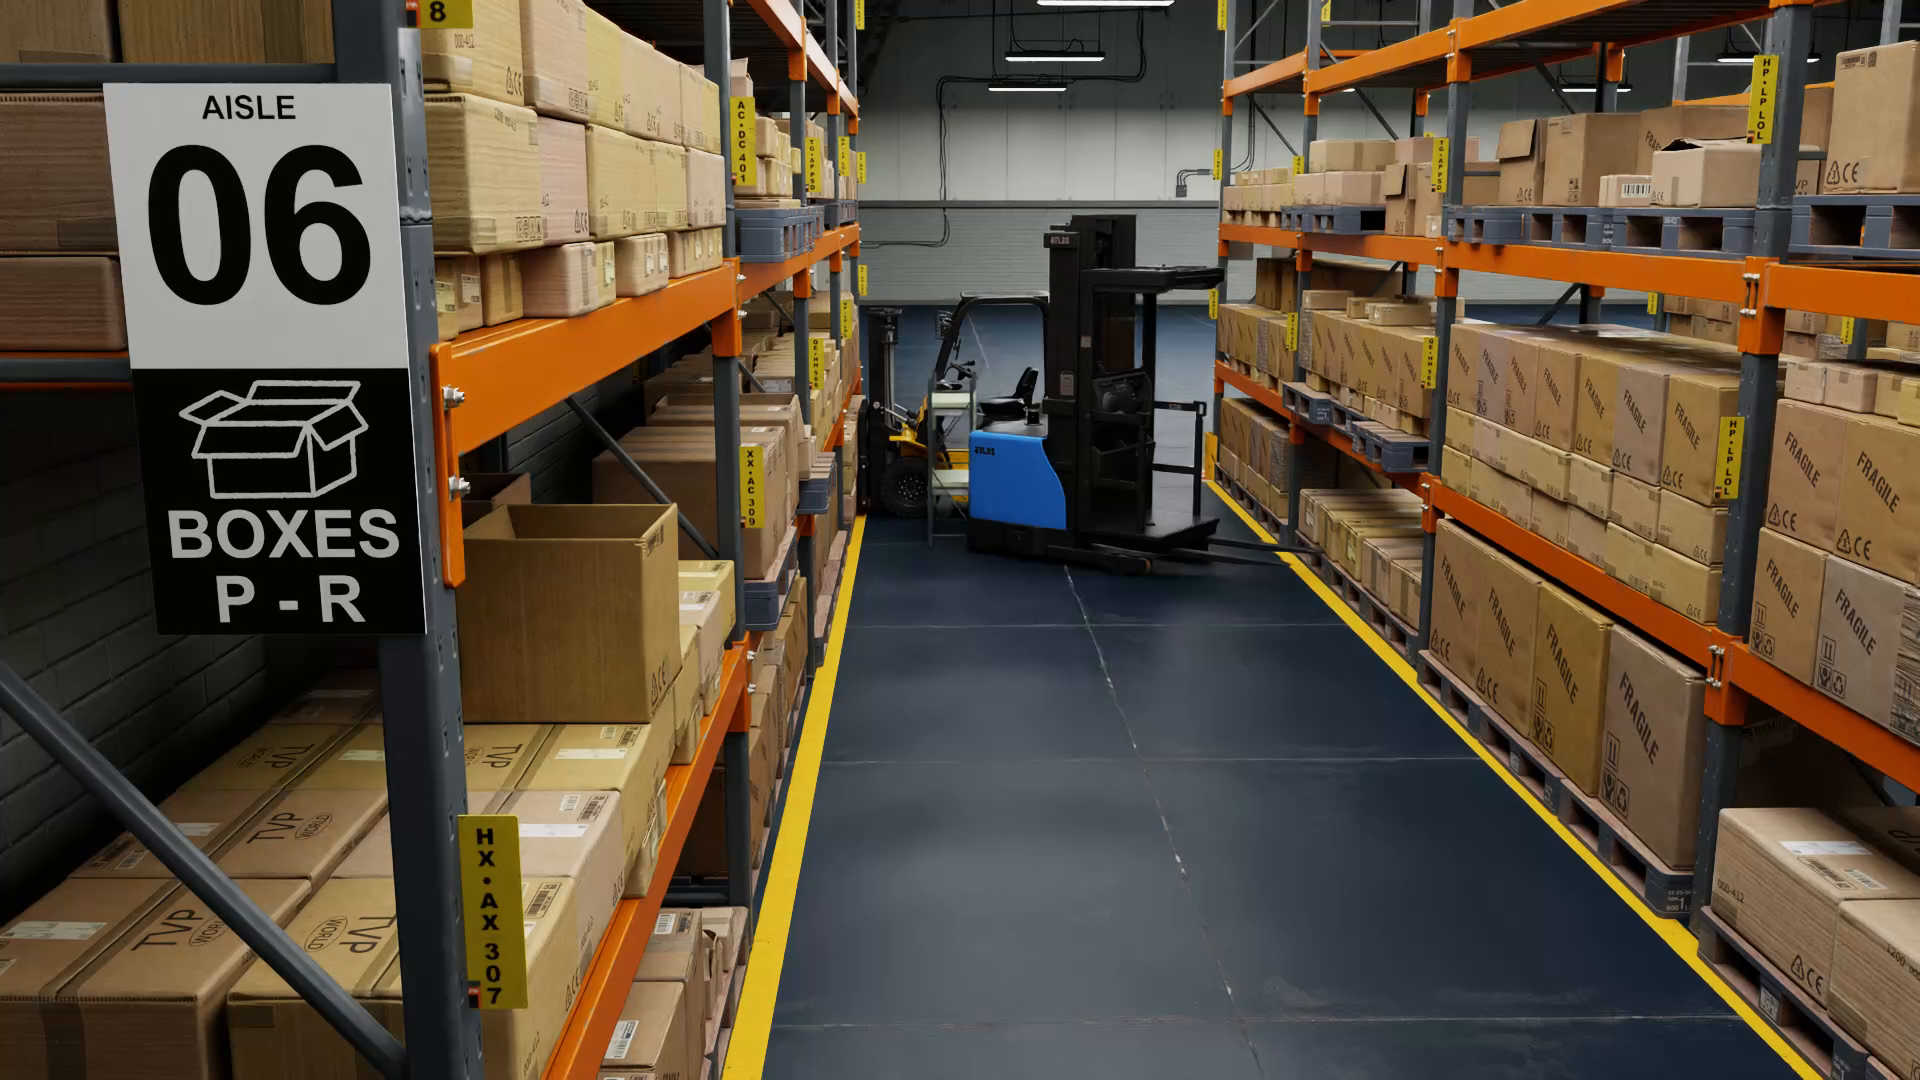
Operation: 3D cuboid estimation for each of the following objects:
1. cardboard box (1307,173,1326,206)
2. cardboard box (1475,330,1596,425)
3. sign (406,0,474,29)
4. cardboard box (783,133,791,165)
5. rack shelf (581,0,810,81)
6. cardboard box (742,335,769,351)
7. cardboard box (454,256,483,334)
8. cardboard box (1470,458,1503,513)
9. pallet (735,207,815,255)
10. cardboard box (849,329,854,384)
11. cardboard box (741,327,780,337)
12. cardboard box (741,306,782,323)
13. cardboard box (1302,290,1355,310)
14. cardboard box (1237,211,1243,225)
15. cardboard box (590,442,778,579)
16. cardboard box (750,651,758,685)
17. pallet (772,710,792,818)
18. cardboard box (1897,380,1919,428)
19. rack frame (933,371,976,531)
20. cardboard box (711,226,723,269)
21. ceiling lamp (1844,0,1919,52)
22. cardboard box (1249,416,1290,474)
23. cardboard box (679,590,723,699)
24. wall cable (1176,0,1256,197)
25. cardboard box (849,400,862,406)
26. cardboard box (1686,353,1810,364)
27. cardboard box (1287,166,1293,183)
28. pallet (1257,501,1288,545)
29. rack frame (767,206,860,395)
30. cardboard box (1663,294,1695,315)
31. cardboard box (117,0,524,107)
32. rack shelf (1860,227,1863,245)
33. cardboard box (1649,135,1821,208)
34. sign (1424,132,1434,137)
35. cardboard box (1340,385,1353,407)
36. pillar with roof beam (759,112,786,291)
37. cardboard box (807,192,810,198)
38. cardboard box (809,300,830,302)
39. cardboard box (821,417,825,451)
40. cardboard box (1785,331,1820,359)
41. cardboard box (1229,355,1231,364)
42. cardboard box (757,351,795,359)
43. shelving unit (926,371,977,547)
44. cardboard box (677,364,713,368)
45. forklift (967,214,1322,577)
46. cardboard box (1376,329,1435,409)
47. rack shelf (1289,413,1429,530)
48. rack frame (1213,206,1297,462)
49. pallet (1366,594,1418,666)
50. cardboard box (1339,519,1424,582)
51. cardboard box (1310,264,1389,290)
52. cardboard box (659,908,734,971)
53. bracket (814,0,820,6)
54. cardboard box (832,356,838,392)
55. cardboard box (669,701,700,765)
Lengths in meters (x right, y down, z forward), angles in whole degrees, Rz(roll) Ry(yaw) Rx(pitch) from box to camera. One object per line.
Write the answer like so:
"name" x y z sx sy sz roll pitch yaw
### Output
"cardboard box" 3.055 -2.775 13.160 0.500 0.250 0.500 0 11 -2
"cardboard box" 3.300 -0.937 9.560 0.500 0.500 0.500 0 11 -1
"sign" -0.740 -0.885 2.326 0.100 0.325 0.005 0 11 -1
"cardboard box" -1.023 -1.894 8.074 0.380 0.149 0.250 0 11 -1
"rack shelf" -1.406 -2.569 8.094 1.077 0.370 4.000 0 11 -1
"cardboard box" -1.785 -1.613 13.771 0.380 0.149 0.250 -1 11 -3
"cardboard box" -1.088 -0.448 3.000 0.380 0.149 0.250 0 11 0
"cardboard box" 3.302 -0.322 9.671 0.500 0.250 0.500 -1 11 -3
"pallet" -1.333 -1.494 7.996 1.213 0.211 1.003 0 11 -1
"cardboard box" -1.307 -1.812 16.388 0.500 0.500 0.500 0 11 -1
"cardboard box" -1.794 -1.800 14.694 0.380 0.149 0.250 0 11 -1
"cardboard box" -1.822 -2.047 15.167 0.380 0.149 0.250 0 11 -2
"cardboard box" 3.088 -2.015 13.948 0.380 0.149 0.250 0 11 -1
"cardboard box" 3.098 -3.361 17.361 0.380 0.149 0.250 0 11 0
"cardboard box" -1.151 -0.132 7.046 0.700 0.500 0.500 0 11 0
"cardboard box" -1.193 0.639 8.154 0.380 0.149 0.250 0 11 -1
"pallet" -1.448 1.182 8.891 1.003 0.211 1.213 0 11 -1
"cardboard box" 3.357 -0.443 5.490 0.380 0.149 0.250 0 11 -2
"rack frame" -0.053 -0.824 15.540 0.400 1.500 0.023 0 11 2
"cardboard box" -1.062 -1.056 6.000 0.380 0.149 0.250 0 11 -2
"ceiling lamp" 23.494 -13.128 42.646 2.000 3.185 0.800 0 11 -1
"cardboard box" 3.128 -0.936 16.292 0.500 0.500 0.500 0 11 2
"cardboard box" -1.085 0.348 5.620 0.500 0.250 0.500 0 11 -1
"wall cable" 7.633 -13.220 49.227 2.305 6.003 0.169 0 11 -1
"cardboard box" -1.275 -1.322 17.564 0.500 0.250 0.500 0 11 0
"cardboard box" 3.830 -0.629 8.041 0.500 0.500 0.500 -1 11 -3
"cardboard box" 3.125 -3.242 14.769 0.380 0.149 0.250 -1 11 -3
"pallet" 3.383 -0.158 15.497 1.003 0.211 1.213 0 11 -1
"rack frame" -1.613 -2.165 18.377 1.000 3.000 0.127 0 11 -1
"cardboard box" 8.265 -2.755 18.194 0.875 0.550 0.550 0 11 -1
"cardboard box" -1.040 -0.861 2.777 0.500 0.250 0.500 0 11 -2
"rack shelf" 8.338 -2.947 16.494 1.077 0.370 4.000 0 11 -1
"cardboard box" 3.369 -1.607 7.252 0.500 0.311 0.500 0 11 -1
"sign" 3.987 -3.310 14.188 0.100 0.325 0.005 0 11 -1
"cardboard box" 3.127 -1.103 12.720 0.380 0.149 0.250 0 11 1
"pillar with roof beam" 1.680 -6.173 23.047 9.100 9.000 0.400 0 11 -1
"cardboard box" -1.151 -2.256 10.560 0.380 0.166 0.250 0 11 -1
"cardboard box" -1.369 -2.252 16.177 0.380 0.149 0.250 0 11 -1
"cardboard box" -1.236 -0.793 11.991 0.500 0.250 0.500 -1 11 -3
"cardboard box" 8.325 -1.687 15.646 0.875 0.550 0.550 0 11 -1
"cardboard box" 3.150 -1.995 18.169 0.380 0.149 0.250 0 11 -1
"cardboard box" -1.299 -1.314 12.300 0.380 0.149 0.250 0 11 -1
"shelving unit" -0.068 -0.751 15.181 0.431 1.500 0.755 0 11 2
"cardboard box" -1.718 -1.109 11.288 0.380 0.149 0.250 0 11 -1
"forklift" 1.558 -1.246 14.022 3.031 2.935 1.130 8 14 35
"cardboard box" 3.206 -1.188 11.508 0.500 0.500 0.500 0 11 -2
"rack shelf" 3.474 -0.641 12.674 1.077 0.370 4.000 0 11 -1
"rack frame" 3.350 -2.186 18.482 1.000 3.000 0.127 0 11 -1
"pallet" 3.500 0.615 11.686 1.003 0.211 1.213 0 11 -1
"cardboard box" 3.480 0.076 12.882 0.950 0.372 0.625 0 11 1
"cardboard box" 3.668 -2.366 15.852 0.700 0.500 0.500 0 11 -2
"cardboard box" -1.060 1.521 6.321 0.380 0.149 0.250 -1 11 -3
"bracket" -2.331 -8.519 25.556 0.076 0.066 4.783 0 11 -1
"cardboard box" -1.247 -1.343 13.443 0.500 0.250 0.500 -1 11 -3
"cardboard box" -1.038 0.612 5.321 0.380 0.149 0.250 0 11 -2
